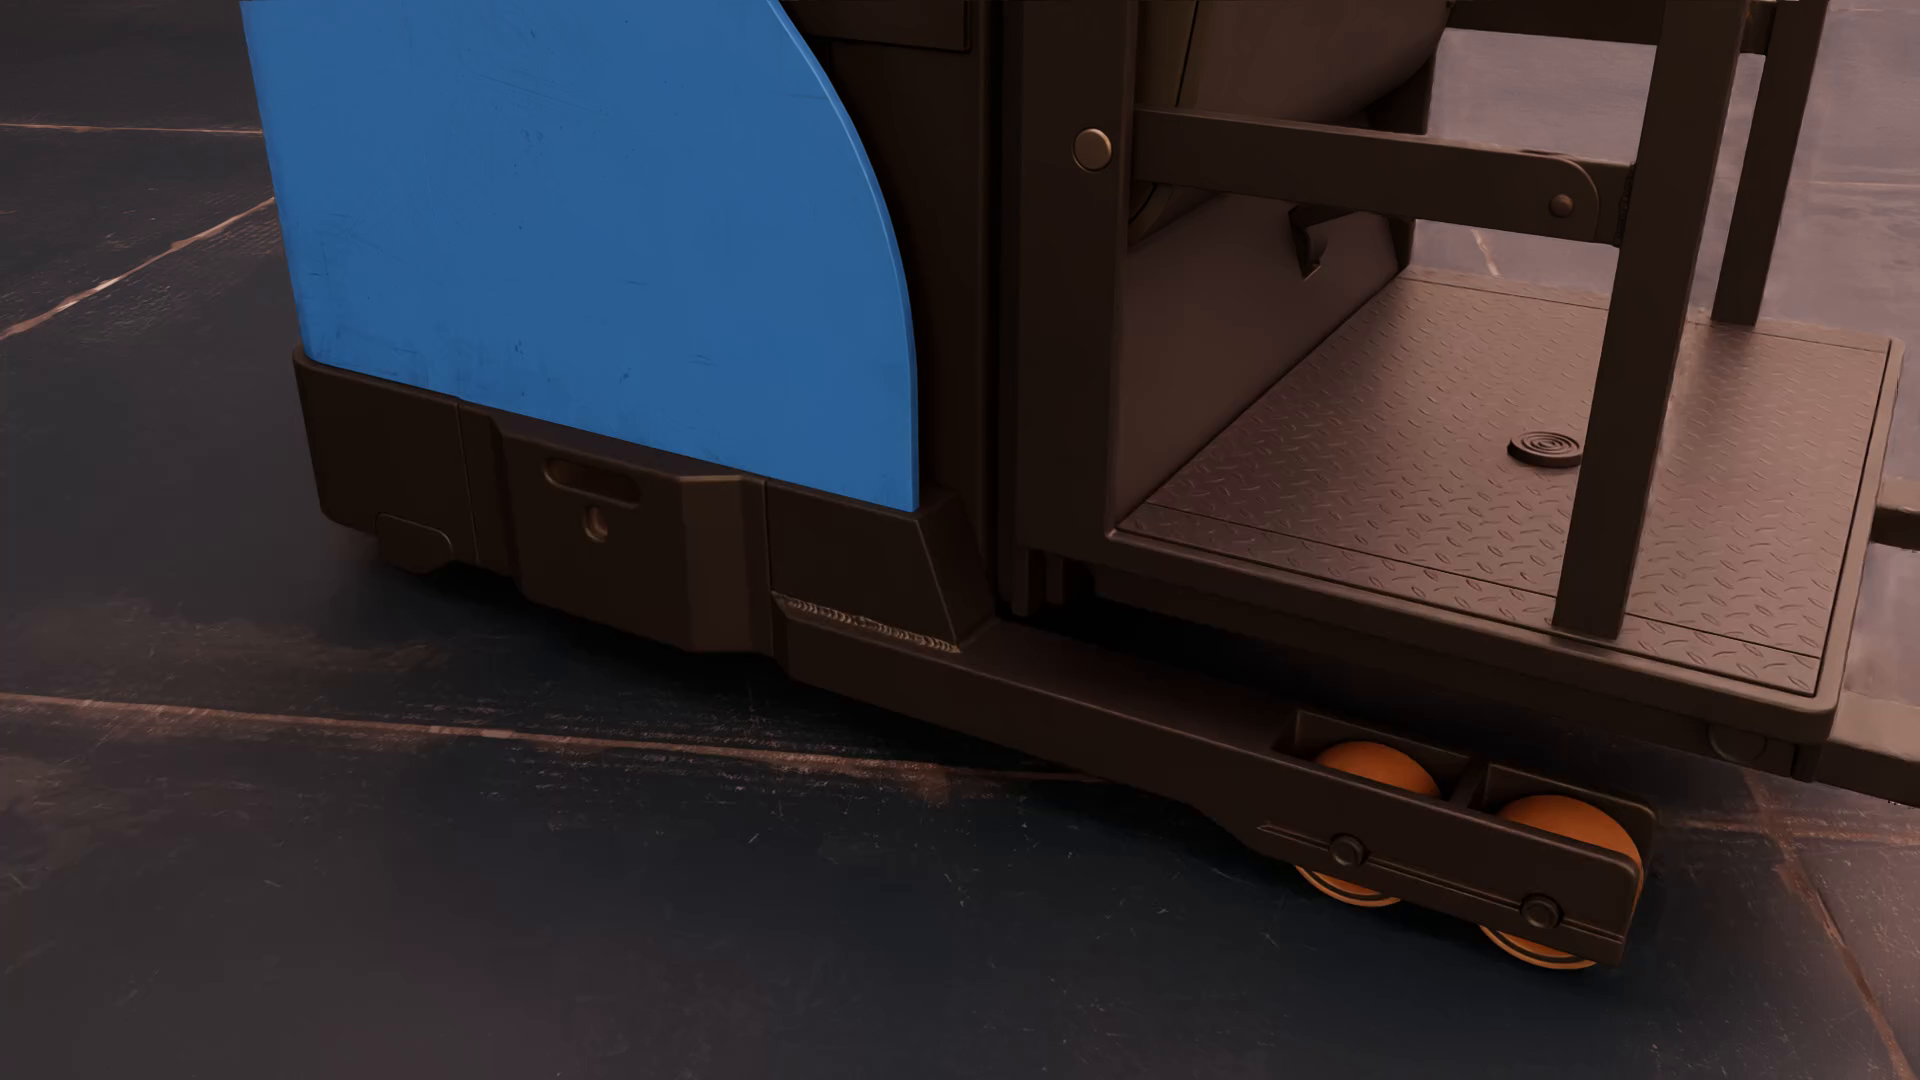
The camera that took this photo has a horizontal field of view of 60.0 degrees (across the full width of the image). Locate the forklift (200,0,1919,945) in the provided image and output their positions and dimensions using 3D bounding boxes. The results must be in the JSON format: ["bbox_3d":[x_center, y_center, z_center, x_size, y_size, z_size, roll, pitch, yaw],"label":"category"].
[{"bbox_3d":[0.529,-1.176,1.574,3.031,2.935,1.130,14,30,26],"label":"forklift"}]
